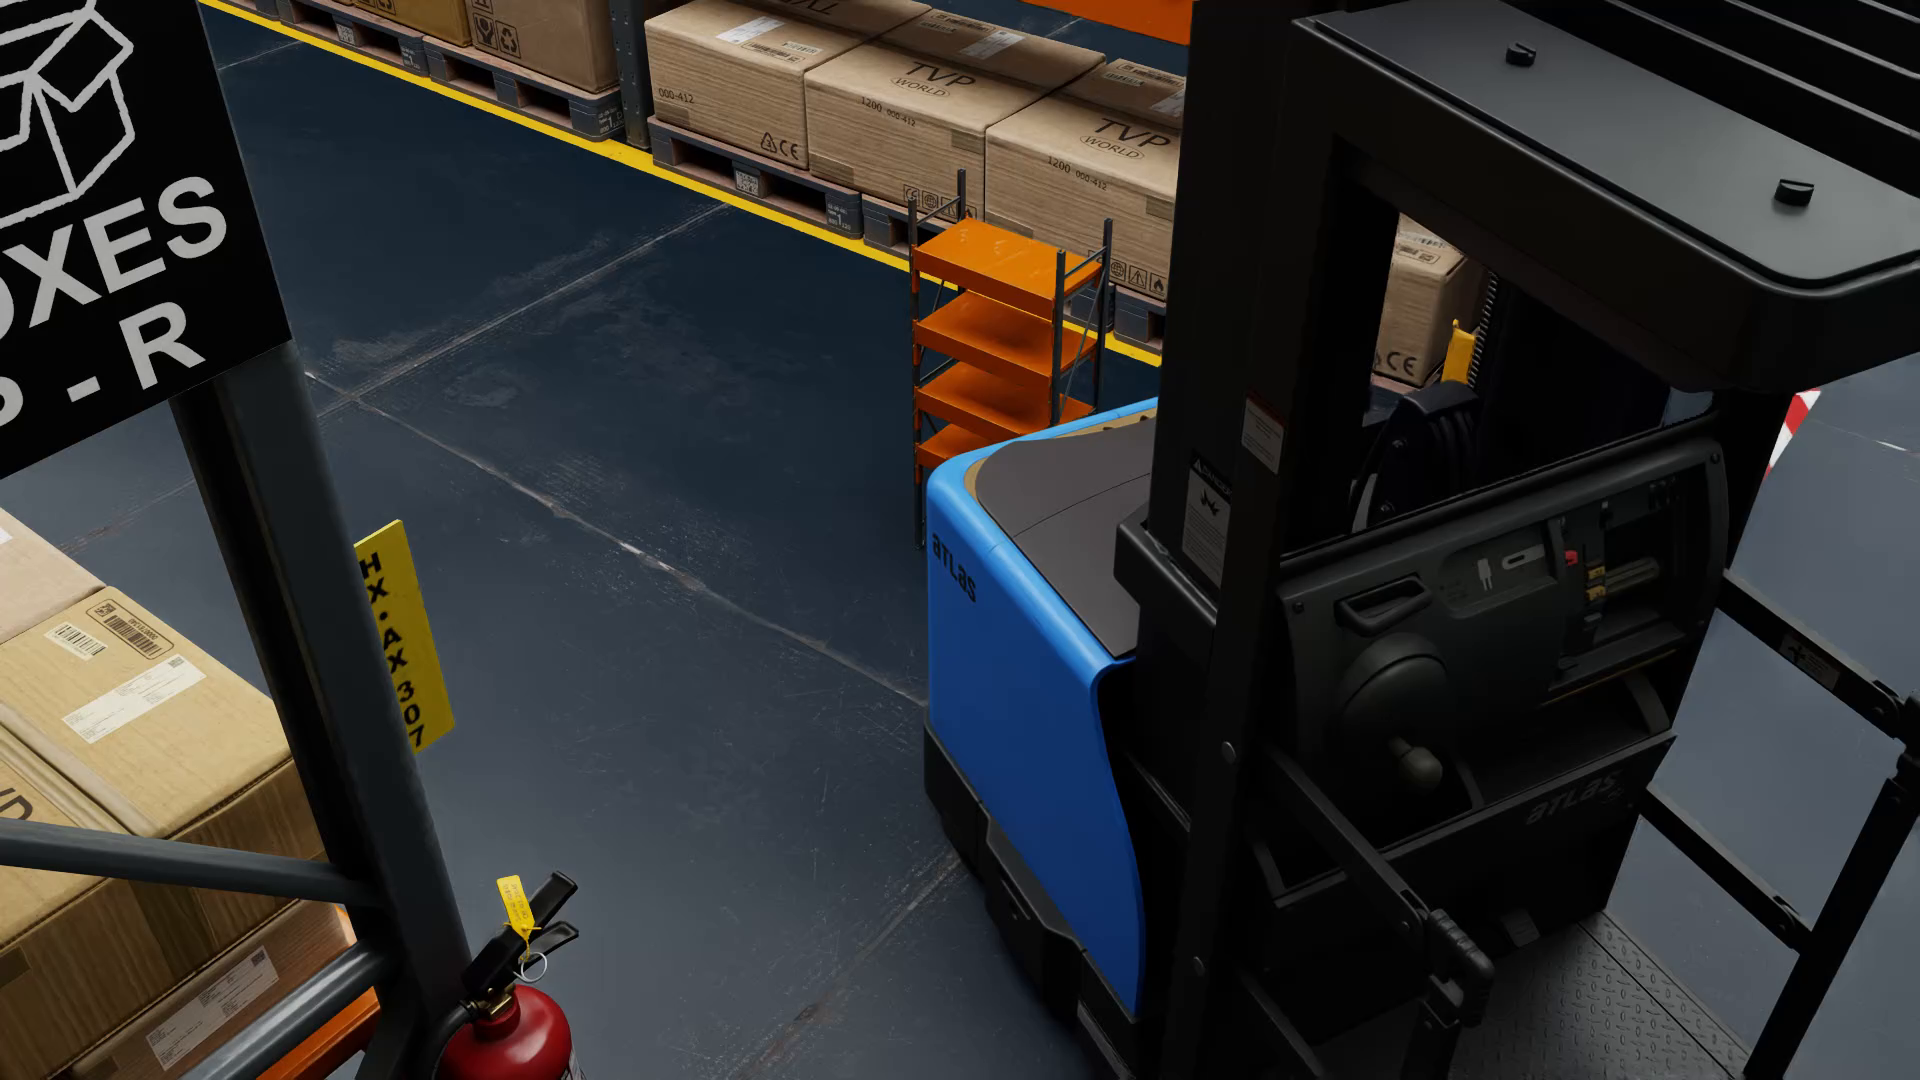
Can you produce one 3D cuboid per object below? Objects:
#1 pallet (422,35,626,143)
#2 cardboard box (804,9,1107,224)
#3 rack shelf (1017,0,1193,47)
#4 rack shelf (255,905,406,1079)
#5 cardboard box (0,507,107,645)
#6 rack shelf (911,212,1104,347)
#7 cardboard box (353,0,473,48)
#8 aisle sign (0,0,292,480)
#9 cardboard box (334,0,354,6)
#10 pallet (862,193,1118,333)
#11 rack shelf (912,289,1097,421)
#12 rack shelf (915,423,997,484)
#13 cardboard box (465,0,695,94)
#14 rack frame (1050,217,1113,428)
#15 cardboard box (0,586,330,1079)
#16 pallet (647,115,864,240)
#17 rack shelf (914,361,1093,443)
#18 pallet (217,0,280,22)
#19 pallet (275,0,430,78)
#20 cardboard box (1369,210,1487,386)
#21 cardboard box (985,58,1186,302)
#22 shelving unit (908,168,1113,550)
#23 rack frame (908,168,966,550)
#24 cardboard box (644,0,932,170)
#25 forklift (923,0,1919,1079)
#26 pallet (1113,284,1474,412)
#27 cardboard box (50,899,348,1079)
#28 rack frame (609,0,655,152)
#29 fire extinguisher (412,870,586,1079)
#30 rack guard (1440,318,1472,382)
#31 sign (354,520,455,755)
[{"bbox_3d":[-1.816,-2.349,8.079,1.213,0.211,1.003,25,45,29],"label":"pallet"},{"bbox_3d":[-0.013,-1.729,6.762,0.875,0.438,0.875,24,44,27],"label":"cardboard box"},{"bbox_3d":[0.431,-2.162,6.162,4.000,0.370,1.077,25,45,29],"label":"rack shelf"},{"bbox_3d":[-2.581,0.269,3.056,4.000,0.370,1.077,25,45,29],"label":"rack shelf"},{"bbox_3d":[-1.590,0.187,2.459,0.500,0.250,0.500,26,45,29],"label":"cardboard box"},{"bbox_3d":[0.132,-0.720,4.559,0.480,0.148,0.258,25,45,29],"label":"rack shelf"},{"bbox_3d":[-2.421,-3.051,8.097,0.875,0.875,0.875,27,45,30],"label":"cardboard box"},{"bbox_3d":[-0.760,-0.407,1.227,0.004,0.787,0.394,25,45,29],"label":"aisle sign"},{"bbox_3d":[-3.131,-3.386,8.525,0.875,0.875,0.875,26,45,29],"label":"cardboard box"},{"bbox_3d":[0.372,-1.317,6.761,1.213,0.211,1.003,25,45,29],"label":"pallet"},{"bbox_3d":[0.132,-0.534,4.705,0.480,0.148,0.258,25,45,29],"label":"rack shelf"},{"bbox_3d":[0.132,-0.201,4.965,0.480,0.148,0.258,25,45,29],"label":"rack shelf"},{"bbox_3d":[-1.699,-2.717,7.669,0.875,0.875,0.875,27,45,30],"label":"cardboard box"},{"bbox_3d":[0.325,-0.319,4.684,0.015,1.200,0.240,25,45,29],"label":"rack frame"},{"bbox_3d":[-1.190,0.375,2.218,0.500,0.250,0.500,25,45,29],"label":"cardboard box"},{"bbox_3d":[-0.601,-1.774,7.344,1.213,0.211,1.003,25,45,29],"label":"pallet"},{"bbox_3d":[0.132,-0.357,4.842,0.480,0.148,0.258,25,45,29],"label":"rack shelf"},{"bbox_3d":[-3.754,-3.263,9.246,1.213,0.211,1.003,25,45,29],"label":"pallet"},{"bbox_3d":[-2.789,-2.806,8.662,1.213,0.211,1.003,25,45,29],"label":"pallet"},{"bbox_3d":[1.435,-1.051,5.897,0.875,0.438,0.875,24,44,27],"label":"cardboard box"},{"bbox_3d":[0.703,-1.390,6.330,0.875,0.438,0.875,27,45,30],"label":"cardboard box"},{"bbox_3d":[0.132,-0.410,4.801,0.503,1.200,0.258,25,45,29],"label":"shelving unit"},{"bbox_3d":[-0.062,-0.502,4.918,0.015,1.200,0.240,25,45,29],"label":"rack frame"},{"bbox_3d":[-0.724,-2.064,7.190,0.875,0.438,0.875,25,44,28],"label":"cardboard box"},{"bbox_3d":[1.024,0.194,2.625,1.130,2.935,3.031,-17,41,-21],"label":"forklift"},{"bbox_3d":[1.337,-0.860,6.177,1.213,0.211,1.003,25,45,29],"label":"pallet"},{"bbox_3d":[-1.087,0.577,2.284,0.250,0.149,0.380,25,44,28],"label":"cardboard box"},{"bbox_3d":[-1.157,-3.195,6.897,0.127,3.000,1.000,25,45,29],"label":"rack frame"},{"bbox_3d":[-0.595,0.741,2.235,0.183,0.674,0.296,25,45,29],"label":"fire extinguisher"},{"bbox_3d":[2.039,-0.703,5.743,0.348,0.500,1.175,25,45,29],"label":"rack guard"},{"bbox_3d":[-0.663,0.129,1.950,0.005,0.325,0.100,25,45,29],"label":"sign"}]
